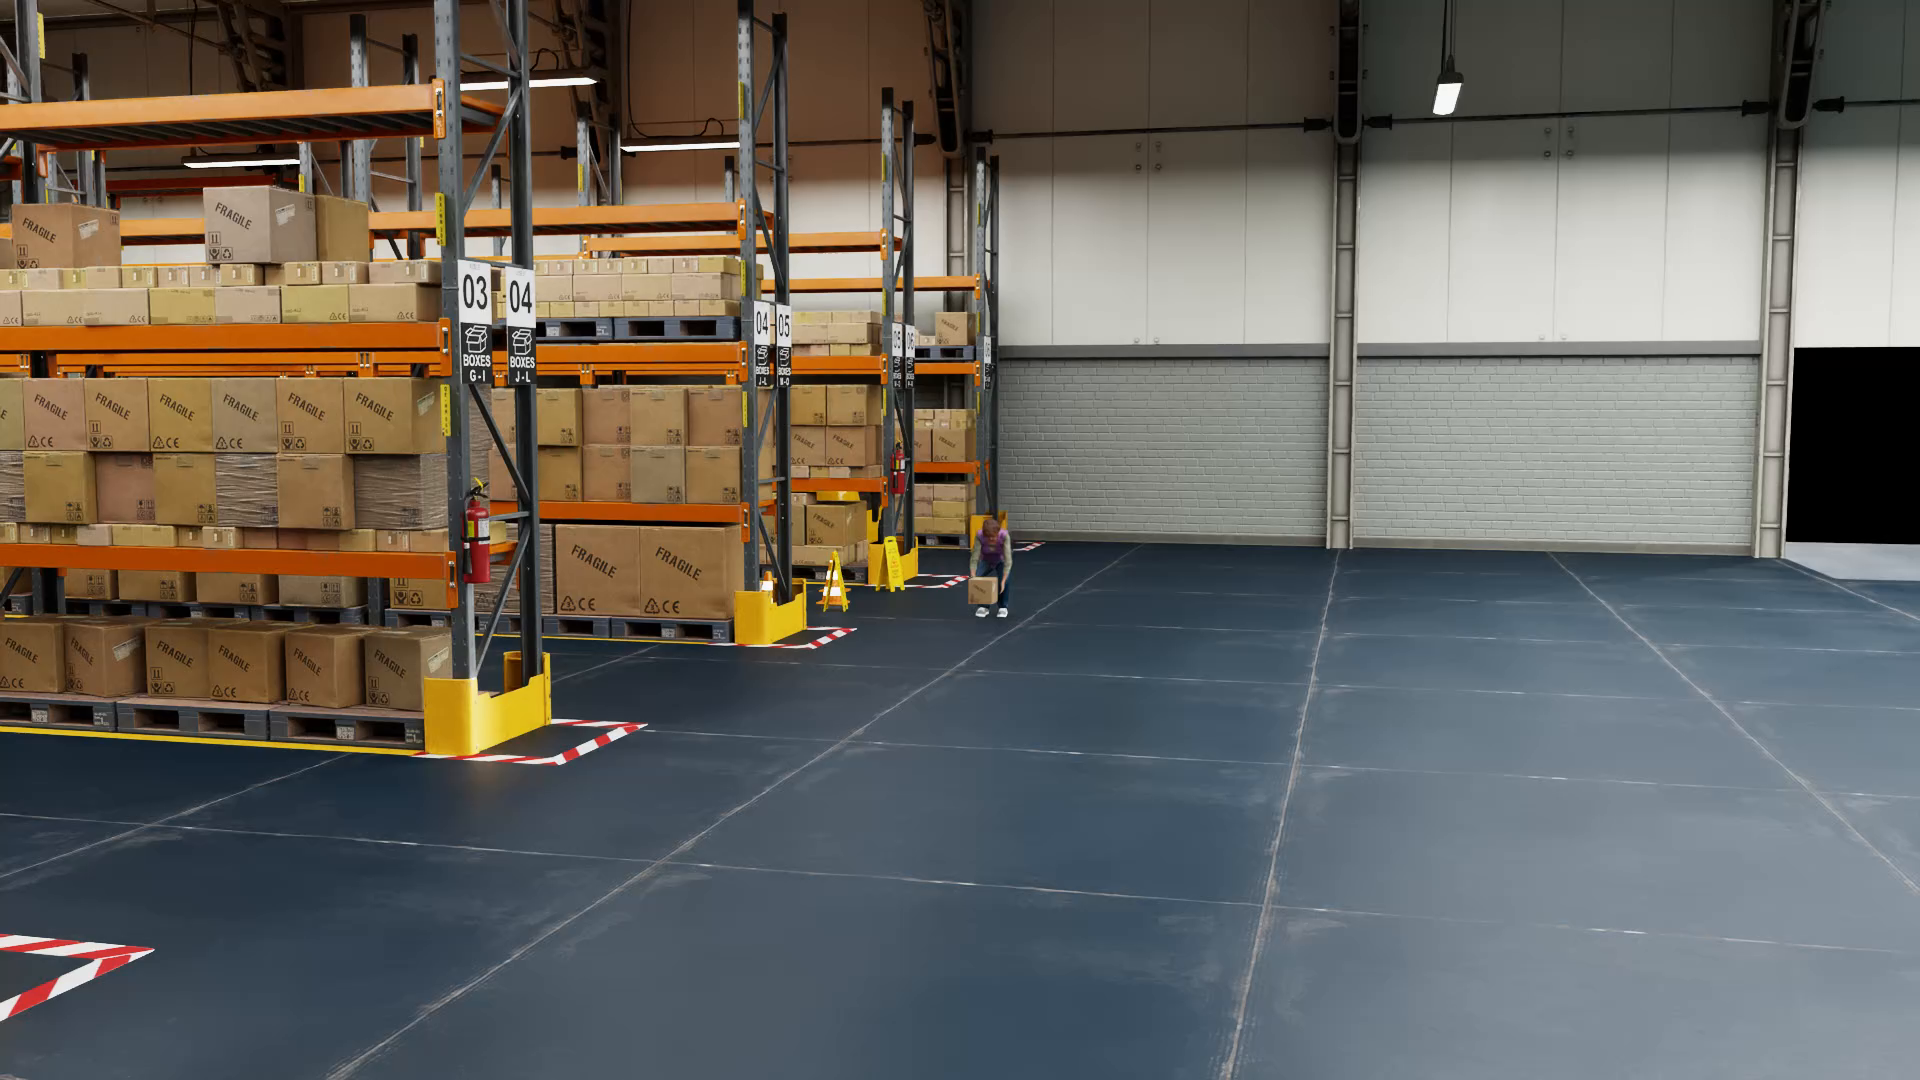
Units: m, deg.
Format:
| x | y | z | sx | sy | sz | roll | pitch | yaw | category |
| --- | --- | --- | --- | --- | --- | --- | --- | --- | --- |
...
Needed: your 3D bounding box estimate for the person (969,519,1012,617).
| x | y | z | sx | sy | sz | roll | pitch | yaw | category |
| --- | --- | --- | --- | --- | --- | --- | --- | --- | --- |
| 0.355 | 0.285 | 17.453 | 0.460 | 1.062 | 0.752 | 1 | 5 | 13 | person |
